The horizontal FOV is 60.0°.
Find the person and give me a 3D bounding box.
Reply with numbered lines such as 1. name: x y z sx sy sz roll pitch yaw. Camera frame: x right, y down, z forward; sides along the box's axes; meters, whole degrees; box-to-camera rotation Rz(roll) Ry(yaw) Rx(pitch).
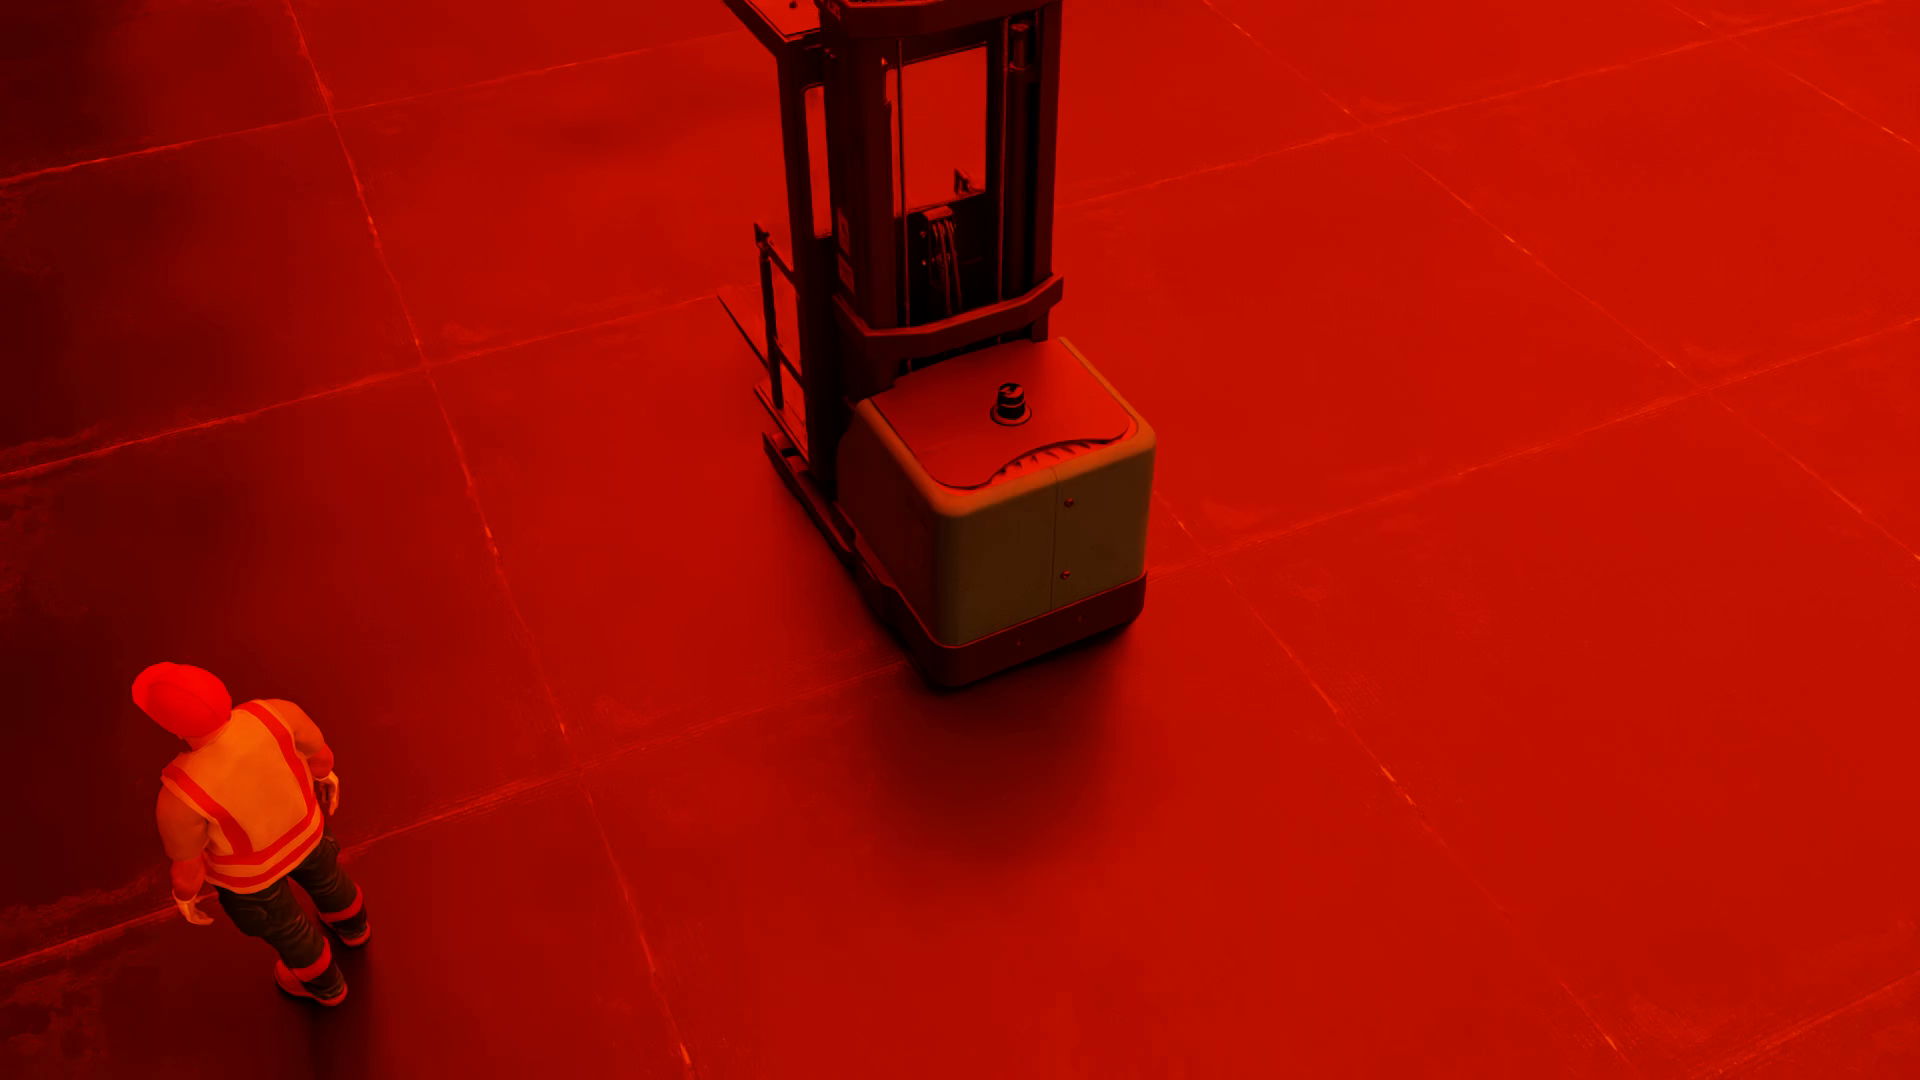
1. person: -2.341 0.961 5.477 0.565 1.787 0.639 24 48 24

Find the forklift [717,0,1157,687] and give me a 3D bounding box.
1. forklift: -0.312 -1.452 7.236 1.130 2.935 3.031 -20 46 -20
